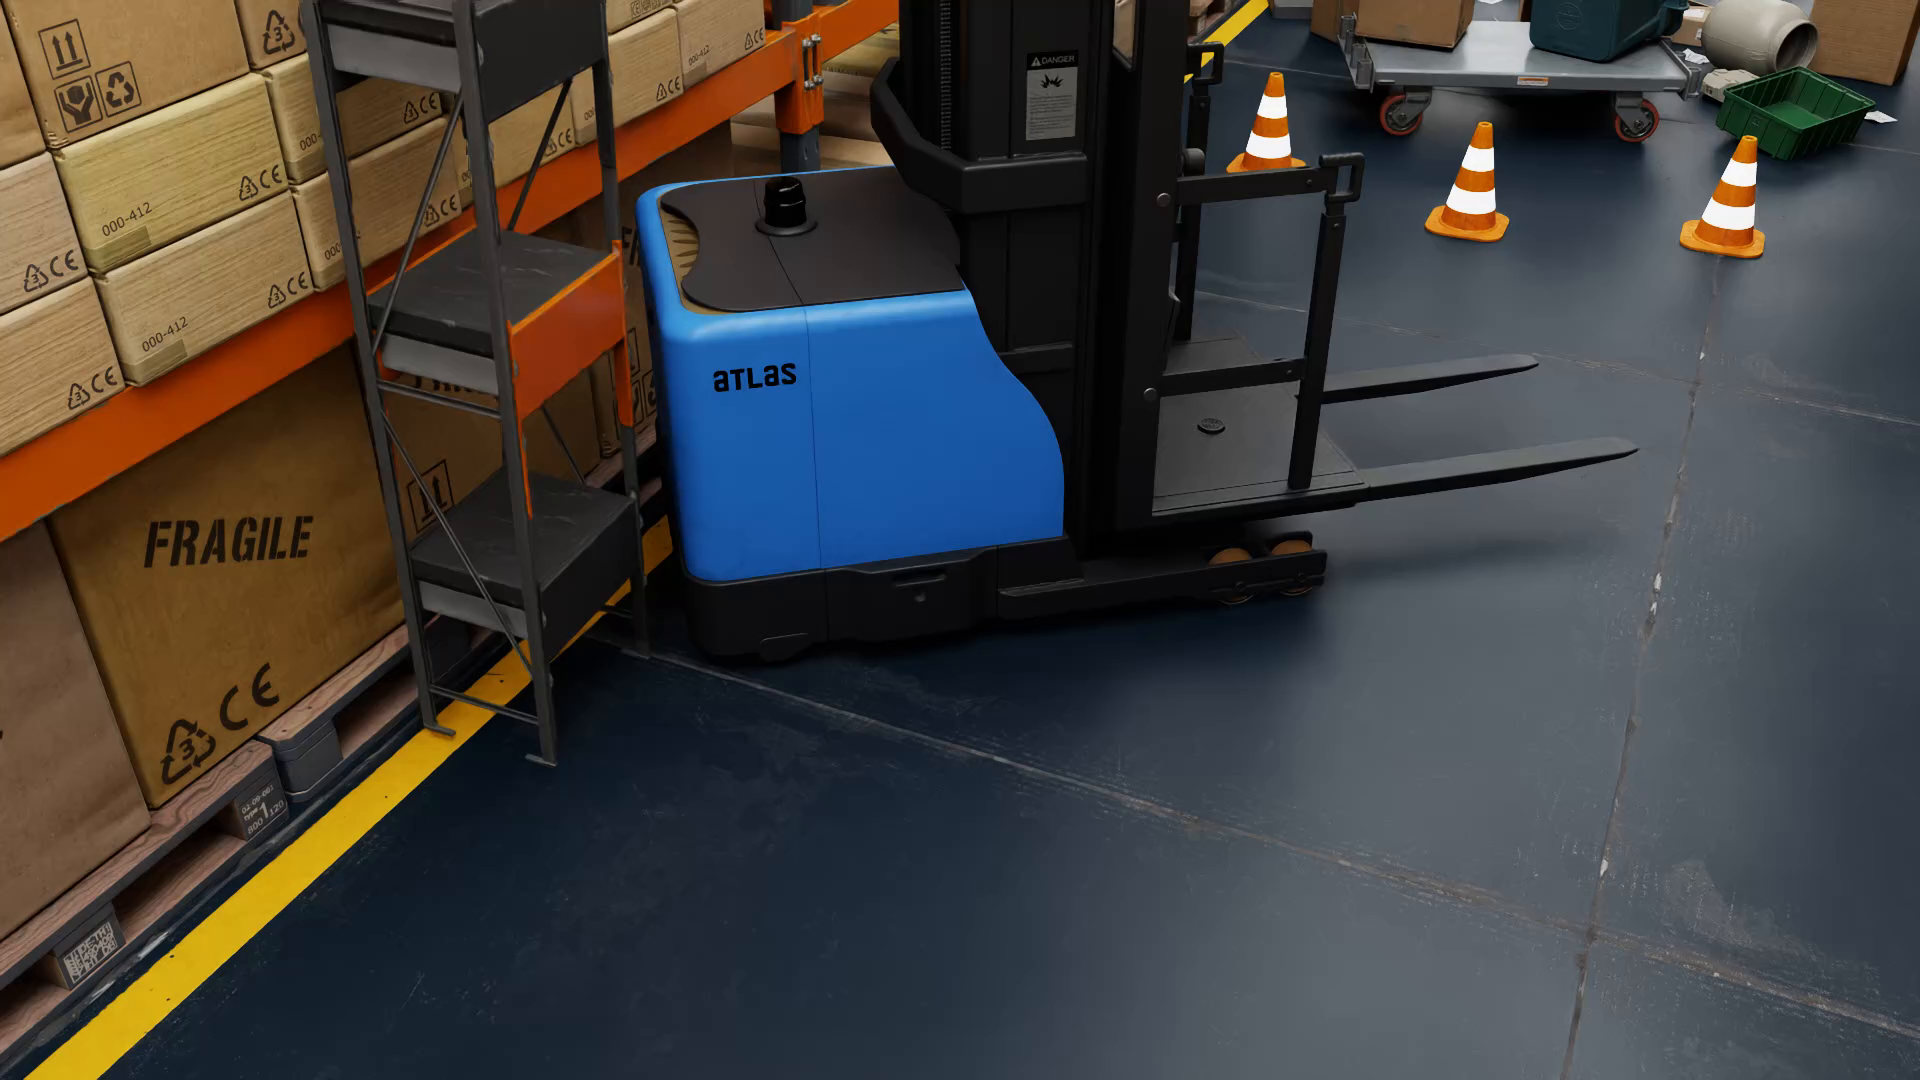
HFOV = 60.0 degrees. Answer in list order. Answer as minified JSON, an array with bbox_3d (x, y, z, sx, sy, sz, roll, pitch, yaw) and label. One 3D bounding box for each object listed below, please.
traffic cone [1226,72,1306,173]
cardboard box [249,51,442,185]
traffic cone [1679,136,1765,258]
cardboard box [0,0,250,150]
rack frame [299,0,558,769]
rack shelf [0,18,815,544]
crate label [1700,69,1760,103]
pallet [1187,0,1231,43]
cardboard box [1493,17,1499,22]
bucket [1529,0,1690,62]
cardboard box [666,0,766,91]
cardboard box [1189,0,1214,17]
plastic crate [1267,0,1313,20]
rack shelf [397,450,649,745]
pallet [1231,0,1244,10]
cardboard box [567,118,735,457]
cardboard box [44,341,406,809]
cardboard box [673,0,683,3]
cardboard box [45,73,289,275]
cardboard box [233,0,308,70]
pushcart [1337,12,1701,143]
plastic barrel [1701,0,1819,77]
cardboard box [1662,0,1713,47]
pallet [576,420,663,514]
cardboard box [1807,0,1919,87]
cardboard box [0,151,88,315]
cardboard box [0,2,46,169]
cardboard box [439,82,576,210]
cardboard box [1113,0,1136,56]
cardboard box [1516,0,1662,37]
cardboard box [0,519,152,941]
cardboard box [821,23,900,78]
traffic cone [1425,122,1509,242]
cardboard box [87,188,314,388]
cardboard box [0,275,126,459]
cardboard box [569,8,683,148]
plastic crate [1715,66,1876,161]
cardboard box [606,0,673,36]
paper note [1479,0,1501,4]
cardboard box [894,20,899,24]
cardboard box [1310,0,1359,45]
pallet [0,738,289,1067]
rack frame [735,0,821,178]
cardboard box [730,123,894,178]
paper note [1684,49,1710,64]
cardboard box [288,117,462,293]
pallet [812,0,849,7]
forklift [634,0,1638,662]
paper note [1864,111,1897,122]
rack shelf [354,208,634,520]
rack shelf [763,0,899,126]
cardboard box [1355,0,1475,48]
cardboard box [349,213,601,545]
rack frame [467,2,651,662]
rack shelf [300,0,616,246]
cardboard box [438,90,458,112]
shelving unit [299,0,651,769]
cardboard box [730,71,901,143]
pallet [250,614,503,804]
[{"bbox_3d":[1.463,-1.966,7.826,0.336,0.463,0.334,14,36,20],"label":"traffic cone"},{"bbox_3d":[-1.559,-1.046,3.790,0.500,0.250,0.500,13,35,19],"label":"cardboard box"},{"bbox_3d":[3.316,-1.498,7.113,0.336,0.463,0.334,14,36,20],"label":"traffic cone"},{"bbox_3d":[-1.791,-1.103,3.194,0.500,0.500,0.500,13,36,19],"label":"cardboard box"},{"bbox_3d":[-1.185,-0.316,3.795,0.400,2.100,0.015,14,36,15],"label":"rack frame"},{"bbox_3d":[-1.800,-0.677,4.202,1.077,0.370,4.000,14,36,20],"label":"rack shelf"},{"bbox_3d":[4.073,-2.384,8.761,0.298,0.136,0.250,-9,34,-13],"label":"crate label"},{"bbox_3d":[0.960,-3.142,9.849,1.003,0.211,1.213,14,36,20],"label":"pallet"},{"bbox_3d":[3.001,-2.736,9.180,0.258,0.266,0.396,-9,34,-13],"label":"cardboard box"},{"bbox_3d":[3.212,-2.744,8.298,0.726,0.611,0.620,29,53,36],"label":"bucket"},{"bbox_3d":[-0.939,-1.599,5.090,0.500,0.250,0.500,13,35,19],"label":"cardboard box"},{"bbox_3d":[1.203,-3.223,9.555,0.500,0.250,0.500,13,35,18],"label":"cardboard box"},{"bbox_3d":[2.112,-3.338,10.269,0.402,0.080,0.583,3,33,4],"label":"plastic crate"},{"bbox_3d":[-1.137,0.143,4.391,0.431,0.518,0.480,14,36,15],"label":"rack shelf"},{"bbox_3d":[1.469,-3.752,10.779,1.003,0.211,1.213,14,36,20],"label":"pallet"},{"bbox_3d":[-1.327,-0.936,5.496,0.875,0.875,0.875,14,36,20],"label":"cardboard box"},{"bbox_3d":[-2.079,-0.047,4.141,0.875,0.875,0.875,15,36,22],"label":"cardboard box"},{"bbox_3d":[-0.935,-1.820,4.971,0.500,0.250,0.500,14,36,20],"label":"cardboard box"},{"bbox_3d":[-1.768,-0.793,3.405,0.500,0.250,0.500,15,36,21],"label":"cardboard box"},{"bbox_3d":[-1.581,-1.362,3.589,0.500,0.500,0.500,14,36,20],"label":"cardboard box"},{"bbox_3d":[2.802,-2.371,8.522,1.648,0.377,0.936,3,33,4],"label":"pushcart"},{"bbox_3d":[4.330,-2.720,9.012,0.421,0.421,0.512,-15,36,-21],"label":"plastic barrel"},{"bbox_3d":[4.295,-3.016,9.607,0.396,0.266,0.258,21,39,28],"label":"cardboard box"},{"bbox_3d":[-1.361,-0.432,5.716,1.003,0.211,1.213,14,36,20],"label":"pallet"},{"bbox_3d":[4.966,-2.845,9.130,0.500,0.500,0.500,21,39,28],"label":"cardboard box"},{"bbox_3d":[-2.004,-0.548,3.031,0.500,0.250,0.500,15,36,21],"label":"cardboard box"},{"bbox_3d":[-2.003,-0.854,2.814,0.500,0.500,0.500,14,36,20],"label":"cardboard box"},{"bbox_3d":[-1.363,-1.094,4.320,0.500,0.250,0.500,14,36,20],"label":"cardboard box"},{"bbox_3d":[0.493,-2.781,8.769,0.950,0.372,0.625,15,36,21],"label":"cardboard box"},{"bbox_3d":[3.565,-3.047,9.315,0.797,0.637,0.503,14,36,20],"label":"cardboard box"},{"bbox_3d":[-2.450,0.404,3.452,0.875,0.875,0.875,15,36,22],"label":"cardboard box"},{"bbox_3d":[-0.094,-2.075,7.693,0.950,0.372,0.625,15,36,22],"label":"cardboard box"},{"bbox_3d":[2.250,-1.592,7.256,0.336,0.463,0.334,14,36,20],"label":"traffic cone"},{"bbox_3d":[-1.769,-0.587,3.546,0.500,0.250,0.500,14,36,20],"label":"cardboard box"},{"bbox_3d":[-1.997,-0.335,3.162,0.500,0.250,0.500,13,36,19],"label":"cardboard box"},{"bbox_3d":[-1.138,-1.341,4.697,0.500,0.250,0.500,15,36,21],"label":"cardboard box"},{"bbox_3d":[4.132,-2.116,8.253,0.662,0.188,0.450,-21,49,-29],"label":"plastic crate"},{"bbox_3d":[-1.146,-1.564,4.581,0.500,0.250,0.500,13,36,19],"label":"cardboard box"},{"bbox_3d":[3.305,-3.395,10.411,0.148,0.019,0.142,29,43,36],"label":"paper note"},{"bbox_3d":[0.196,-2.422,8.221,0.950,0.372,0.625,16,37,23],"label":"cardboard box"},{"bbox_3d":[2.395,-3.143,9.585,0.500,0.500,0.500,-15,36,-21],"label":"cardboard box"},{"bbox_3d":[-2.382,0.783,3.863,1.003,0.211,1.213,14,36,20],"label":"pallet"},{"bbox_3d":[-0.963,-1.973,5.524,1.000,3.000,0.127,14,36,20],"label":"rack frame"},{"bbox_3d":[-0.717,-1.329,6.555,0.950,0.372,0.625,12,35,17],"label":"cardboard box"},{"bbox_3d":[4.155,-2.732,9.395,0.172,0.023,0.155,29,43,36],"label":"paper note"},{"bbox_3d":[-1.551,-0.834,3.923,0.500,0.250,0.500,14,36,20],"label":"cardboard box"},{"bbox_3d":[-0.761,-2.273,6.155,1.213,0.211,1.003,14,36,20],"label":"pallet"},{"bbox_3d":[0.609,-1.307,4.571,3.031,2.935,1.130,-8,34,-11],"label":"forklift"},{"bbox_3d":[4.708,-2.182,8.549,0.147,0.020,0.142,-9,34,-13],"label":"paper note"},{"bbox_3d":[-1.100,-0.431,3.993,0.431,0.518,0.480,14,36,15],"label":"rack shelf"},{"bbox_3d":[-0.126,-2.669,7.241,1.077,0.370,4.000,14,36,20],"label":"rack shelf"},{"bbox_3d":[2.340,-2.844,8.440,0.500,0.500,0.500,14,36,20],"label":"cardboard box"},{"bbox_3d":[-1.704,-0.492,4.820,0.875,0.875,0.875,15,36,21],"label":"cardboard box"},{"bbox_3d":[-1.014,-0.569,4.176,0.400,2.100,0.015,14,36,15],"label":"rack frame"},{"bbox_3d":[-1.063,-1.006,3.595,0.431,0.518,0.480,14,36,15],"label":"rack shelf"},{"bbox_3d":[-1.342,-1.304,4.185,0.500,0.250,0.500,13,36,19],"label":"cardboard box"},{"bbox_3d":[-1.099,-0.442,3.986,0.431,2.100,0.503,14,36,15],"label":"shelving unit"},{"bbox_3d":[-0.416,-1.699,7.118,0.950,0.372,0.625,13,36,20],"label":"cardboard box"},{"bbox_3d":[-1.873,0.173,4.793,1.003,0.211,1.213,14,36,20],"label":"pallet"}]
